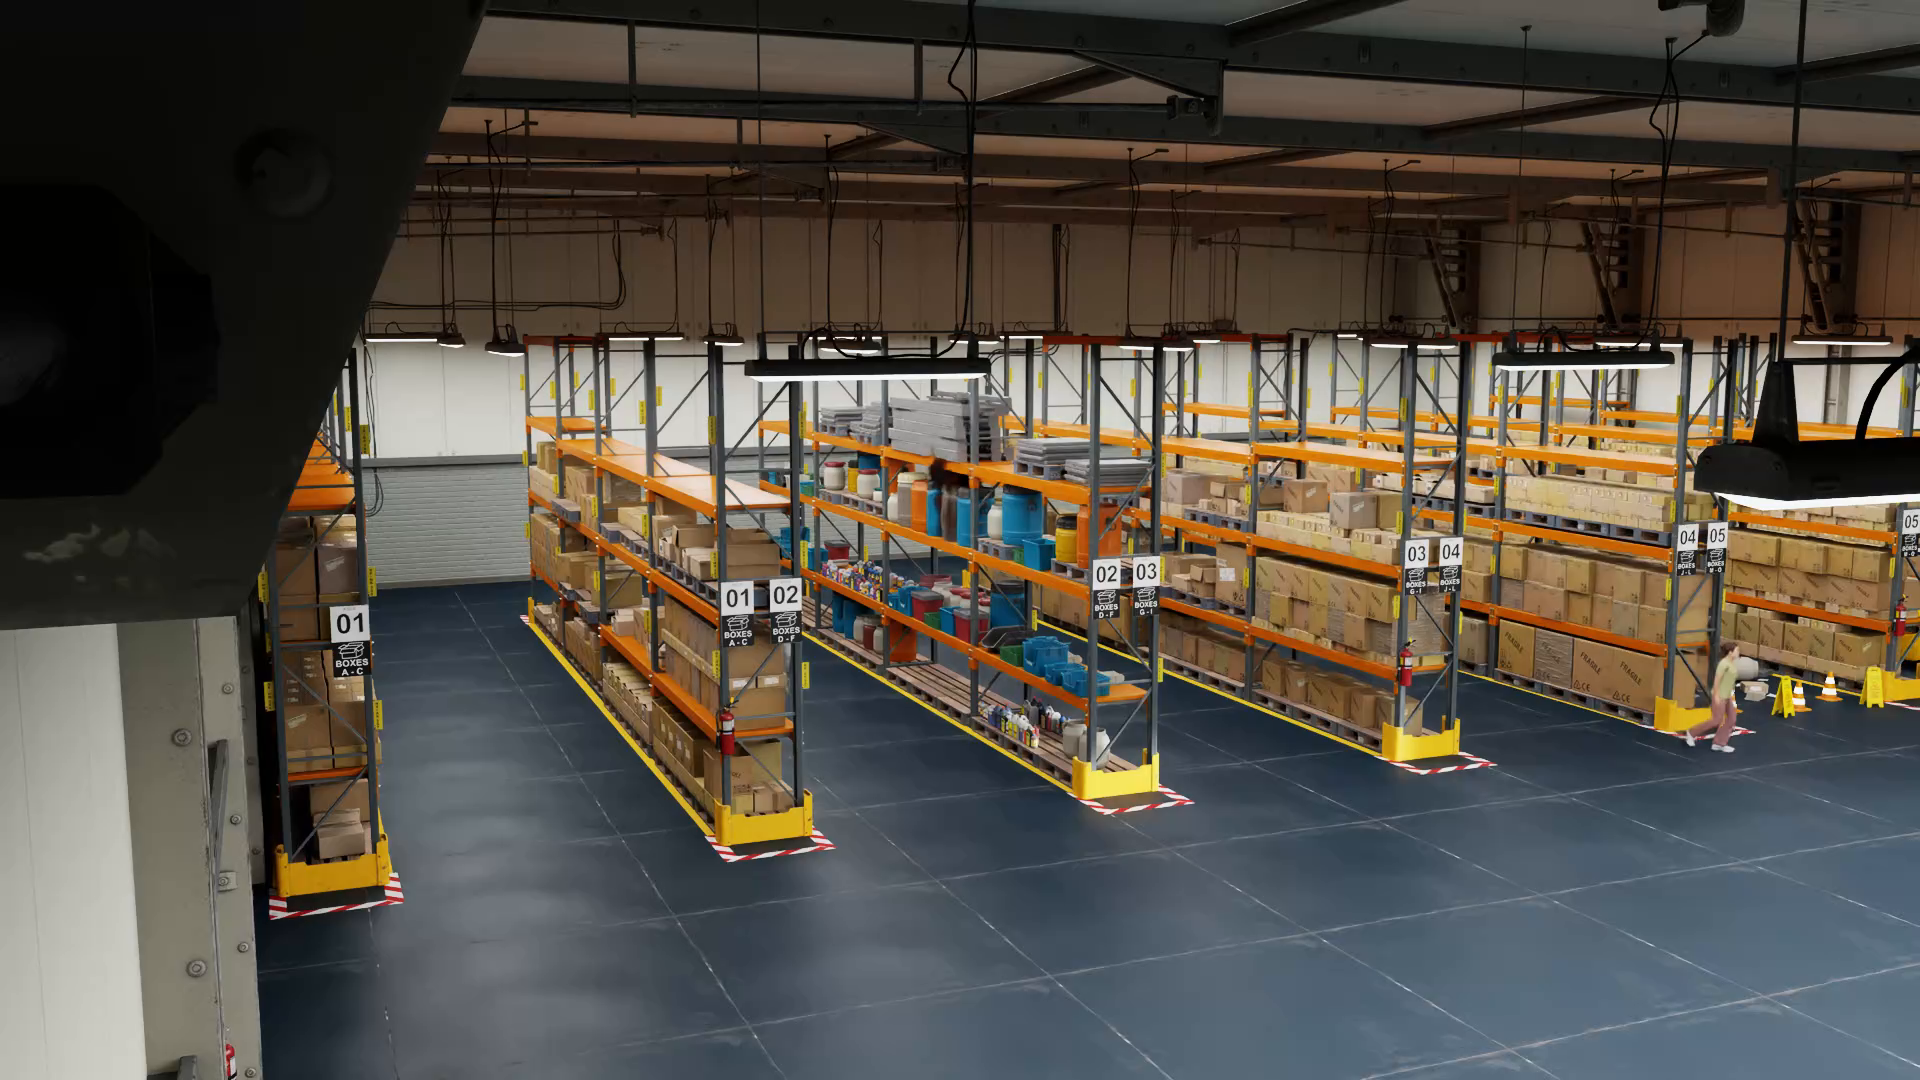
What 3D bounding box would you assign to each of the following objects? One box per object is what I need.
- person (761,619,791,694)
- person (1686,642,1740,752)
[{"bbox_3d":[-2.976,1.578,27.235,0.645,1.874,0.808,-4,9,-28],"label":"person"},{"bbox_3d":[11.124,2.280,24.539,0.663,1.619,0.586,6,9,36],"label":"person"}]
